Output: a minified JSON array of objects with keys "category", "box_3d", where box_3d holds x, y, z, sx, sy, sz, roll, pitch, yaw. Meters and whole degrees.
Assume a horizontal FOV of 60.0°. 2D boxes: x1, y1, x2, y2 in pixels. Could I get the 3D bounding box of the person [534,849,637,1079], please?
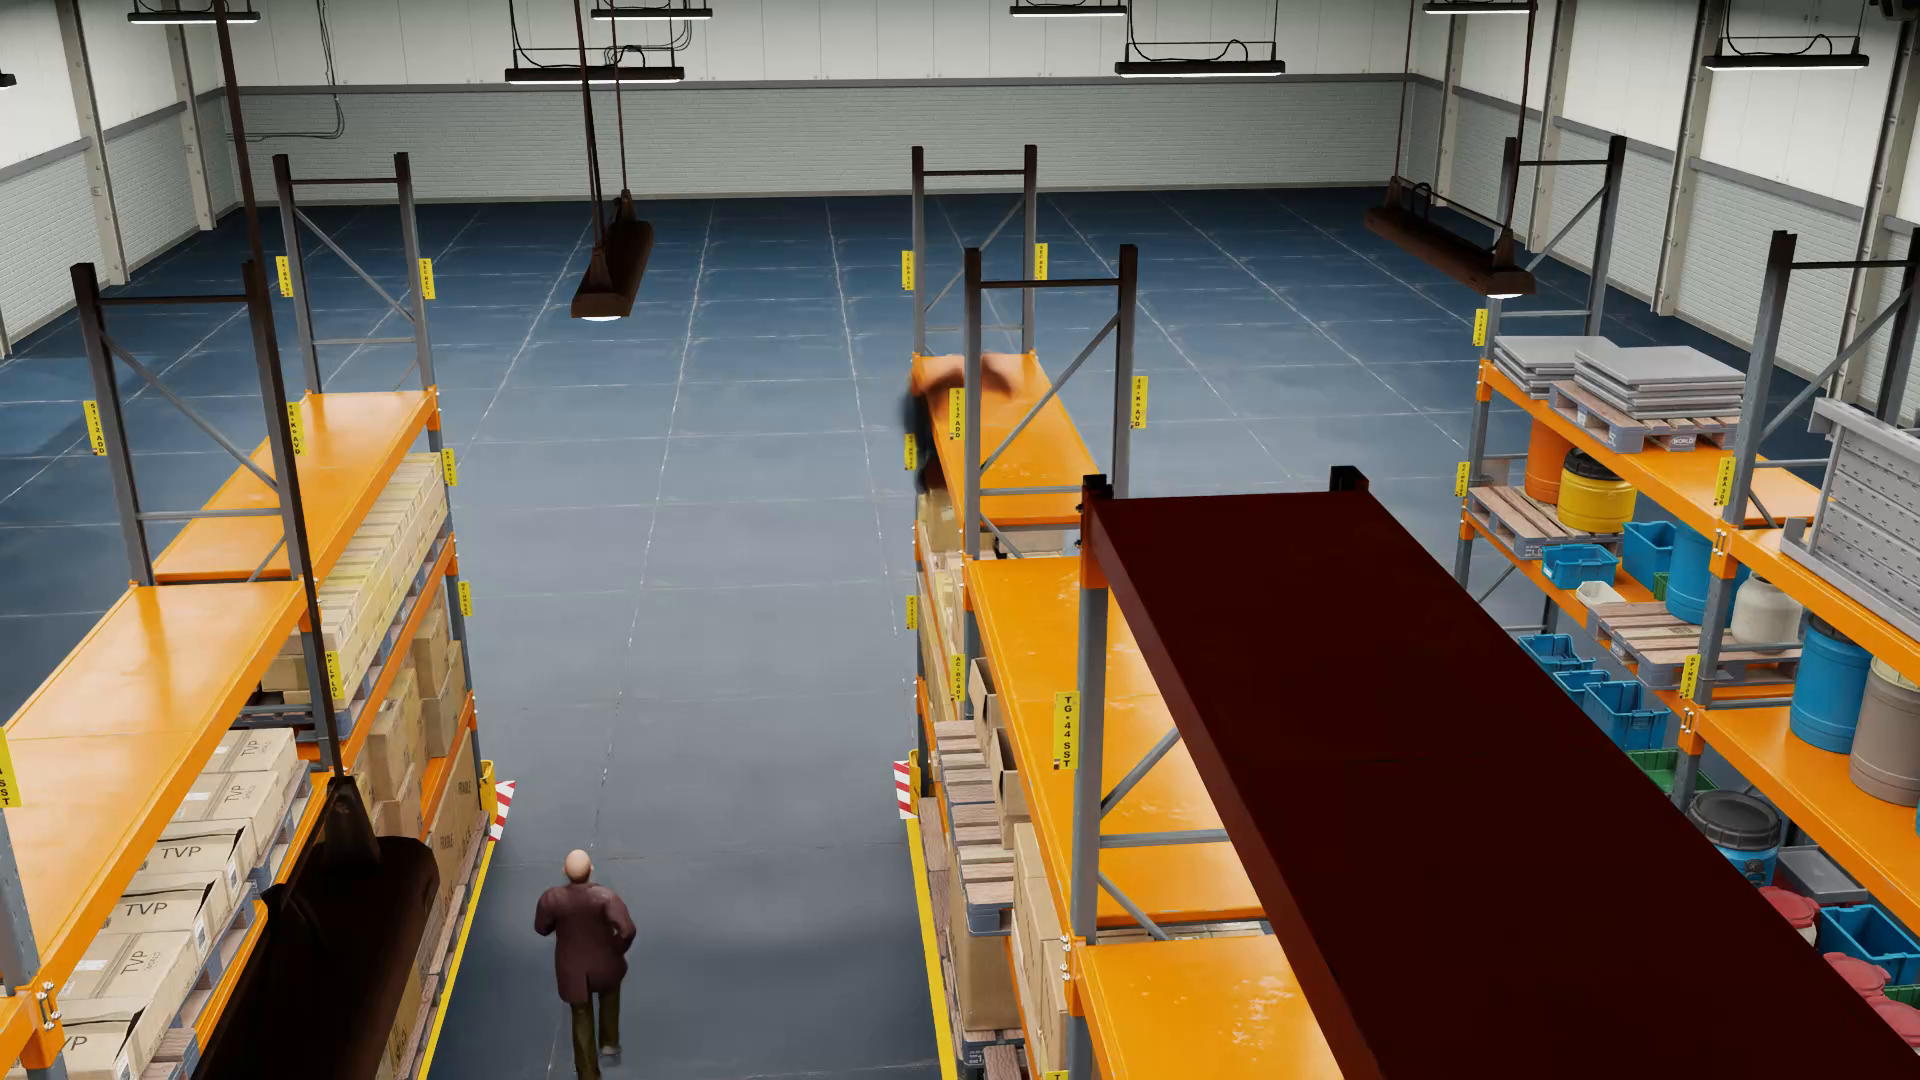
[{"category":"person","box_3d":[-2.512,2.898,11.296,0.682,1.841,0.803,-4,22,-9]}]
